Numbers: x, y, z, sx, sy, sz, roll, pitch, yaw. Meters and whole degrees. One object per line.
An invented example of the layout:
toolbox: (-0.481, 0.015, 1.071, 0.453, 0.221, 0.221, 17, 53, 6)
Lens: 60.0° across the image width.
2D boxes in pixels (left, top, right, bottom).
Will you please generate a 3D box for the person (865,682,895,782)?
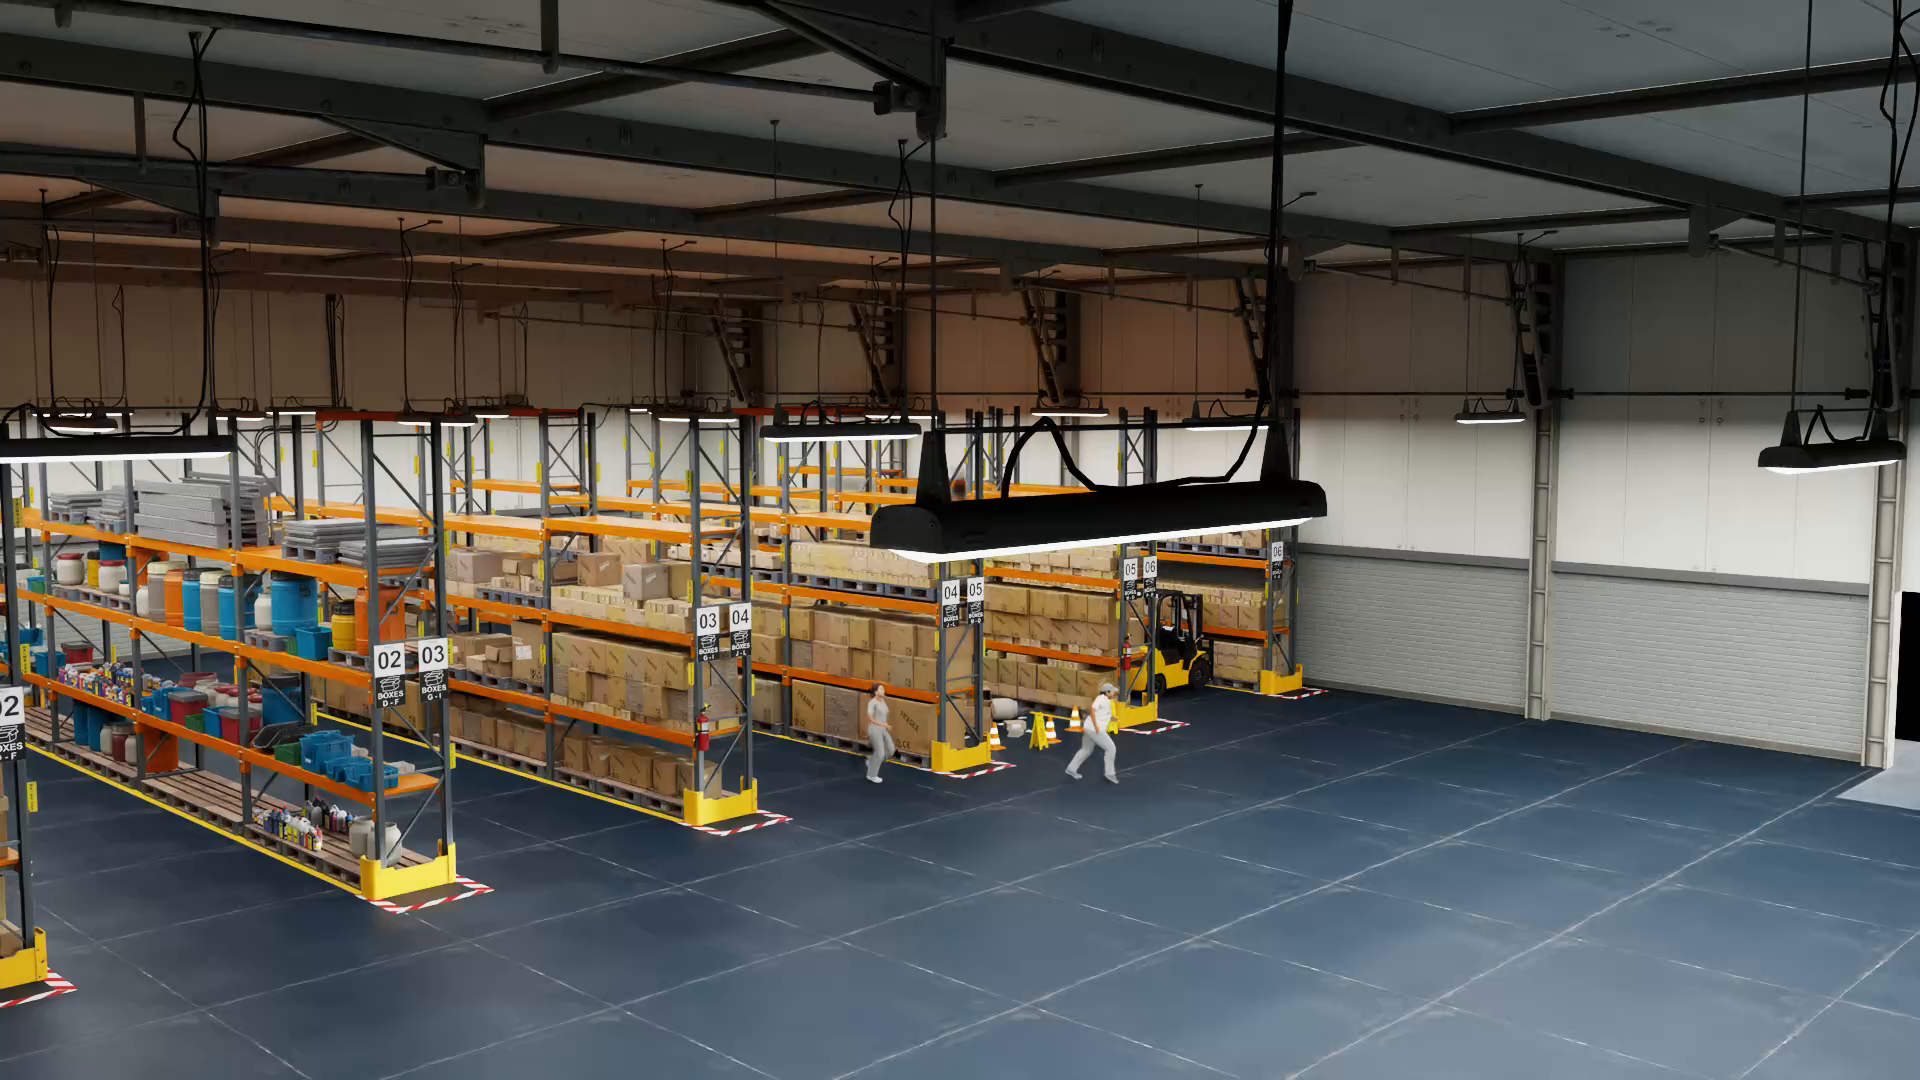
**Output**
person: (-1.311, 3.121, 27.078, 0.578, 1.635, 0.590, 2, 6, 25)

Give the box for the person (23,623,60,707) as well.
person: (-18.523, 2.517, 33.363, 0.755, 1.736, 0.669, -2, 5, -20)

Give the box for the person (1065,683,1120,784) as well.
person: (2.161, 3.146, 26.996, 0.893, 1.661, 0.599, 0, 5, -4)
